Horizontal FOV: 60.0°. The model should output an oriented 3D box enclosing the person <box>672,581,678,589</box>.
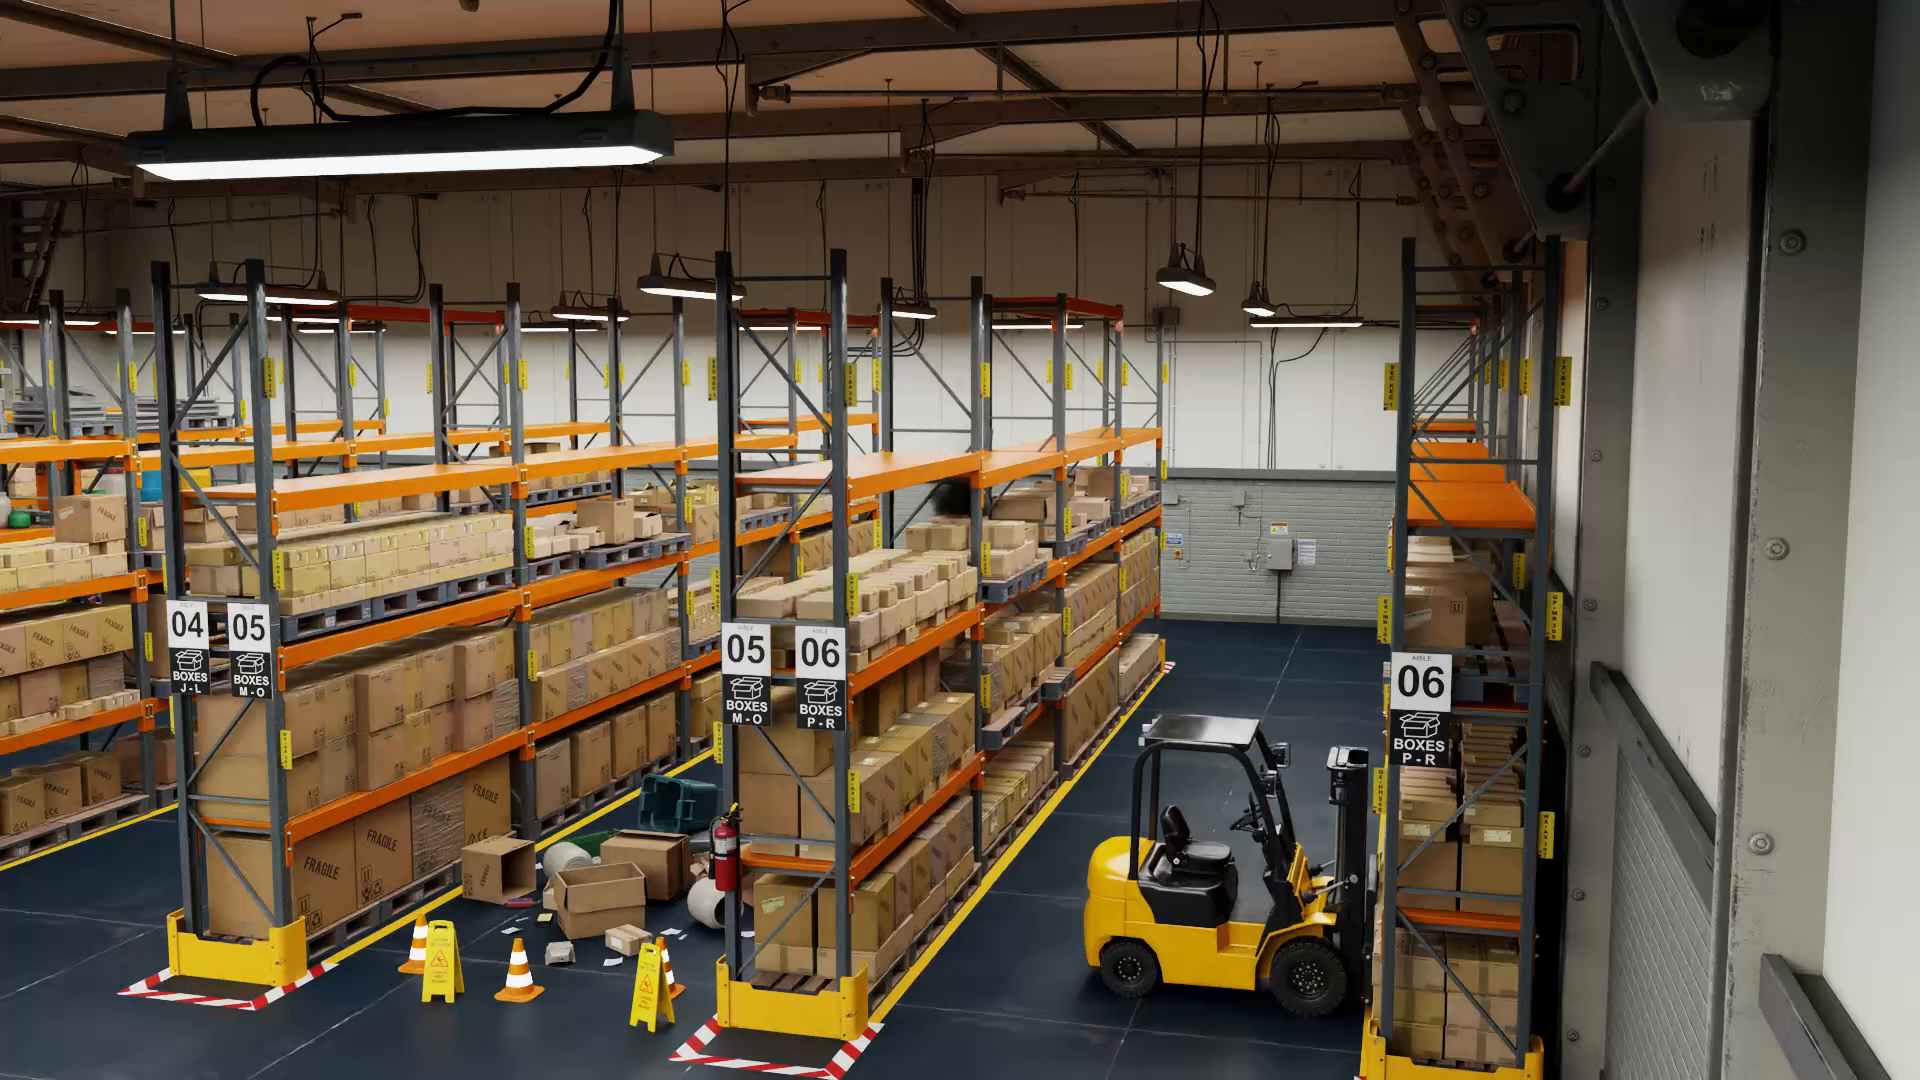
[{"bbox_3d":[-4.460,1.487,27.080,0.608,1.711,0.875,3,7,25],"label":"person"}]
